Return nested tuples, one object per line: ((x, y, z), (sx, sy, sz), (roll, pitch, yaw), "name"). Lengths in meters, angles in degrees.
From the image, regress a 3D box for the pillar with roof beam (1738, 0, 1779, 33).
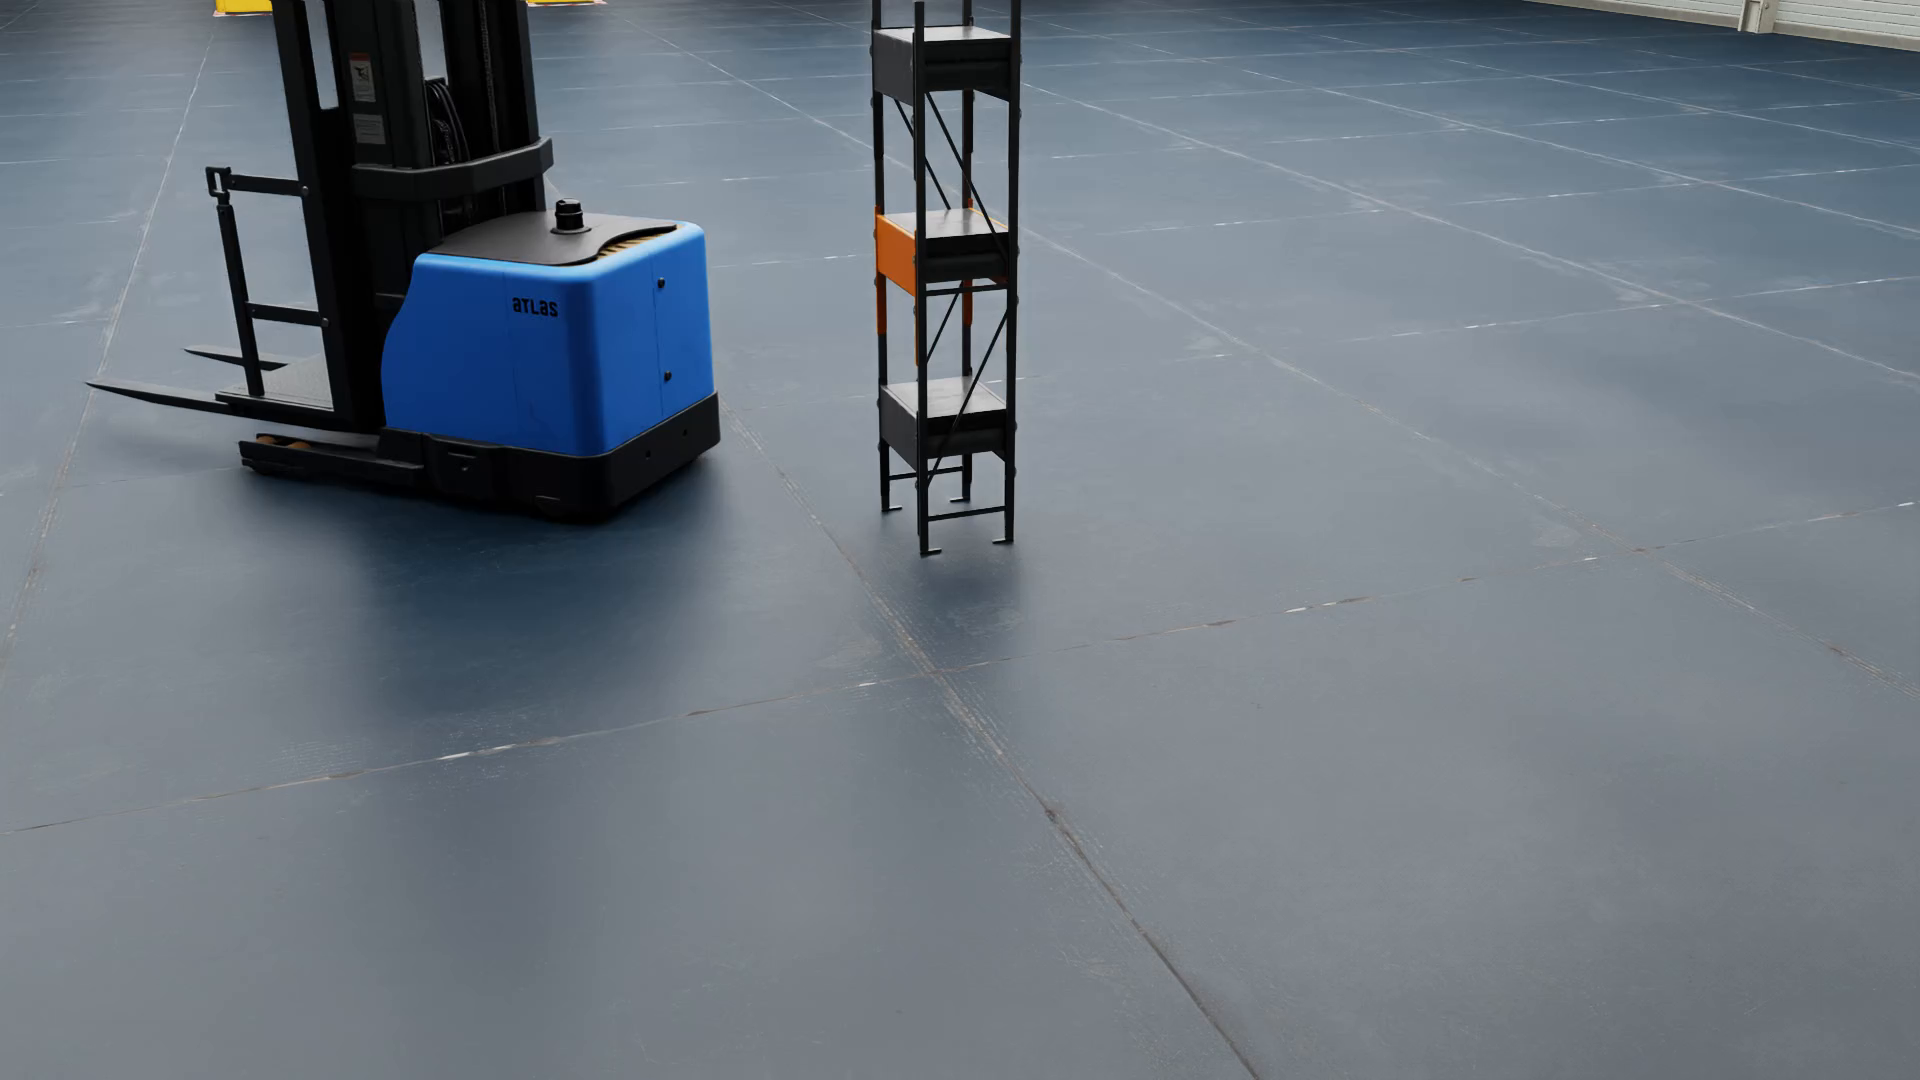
((7.728, -11.068, 21.424), (9.100, 9.000, 0.400), (-8, 24, -19), "pillar with roof beam")

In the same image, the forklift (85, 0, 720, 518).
((-2.669, -1.796, 7.239), (3.031, 2.935, 1.130), (9, 25, 21), "forklift")

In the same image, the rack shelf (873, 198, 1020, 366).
((-0.058, -1.015, 6.490), (0.431, 0.518, 0.480), (-8, 24, -19), "rack shelf")

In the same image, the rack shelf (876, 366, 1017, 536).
((-0.058, -0.370, 6.762), (0.431, 0.518, 0.480), (-8, 24, -19), "rack shelf")

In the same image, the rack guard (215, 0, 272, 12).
((-11.699, -9.025, 27.520), (1.175, 0.500, 0.348), (-8, 24, -19), "rack guard")

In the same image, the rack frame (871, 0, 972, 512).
((-0.145, -1.116, 6.695), (0.400, 2.100, 0.015), (-8, 24, -19), "rack frame")

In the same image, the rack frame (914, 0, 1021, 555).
((0.028, -0.939, 6.275), (0.400, 2.100, 0.015), (-8, 24, -19), "rack frame")

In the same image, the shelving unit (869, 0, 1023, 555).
((-0.058, -1.028, 6.485), (0.431, 2.100, 0.503), (-8, 24, -19), "shelving unit")

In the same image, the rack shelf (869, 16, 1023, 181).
((-0.058, -1.660, 6.218), (0.431, 0.518, 0.480), (-8, 24, -19), "rack shelf")

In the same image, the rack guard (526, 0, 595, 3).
((-7.022, -9.712, 29.148), (1.175, 0.500, 0.348), (-8, 24, -19), "rack guard")
